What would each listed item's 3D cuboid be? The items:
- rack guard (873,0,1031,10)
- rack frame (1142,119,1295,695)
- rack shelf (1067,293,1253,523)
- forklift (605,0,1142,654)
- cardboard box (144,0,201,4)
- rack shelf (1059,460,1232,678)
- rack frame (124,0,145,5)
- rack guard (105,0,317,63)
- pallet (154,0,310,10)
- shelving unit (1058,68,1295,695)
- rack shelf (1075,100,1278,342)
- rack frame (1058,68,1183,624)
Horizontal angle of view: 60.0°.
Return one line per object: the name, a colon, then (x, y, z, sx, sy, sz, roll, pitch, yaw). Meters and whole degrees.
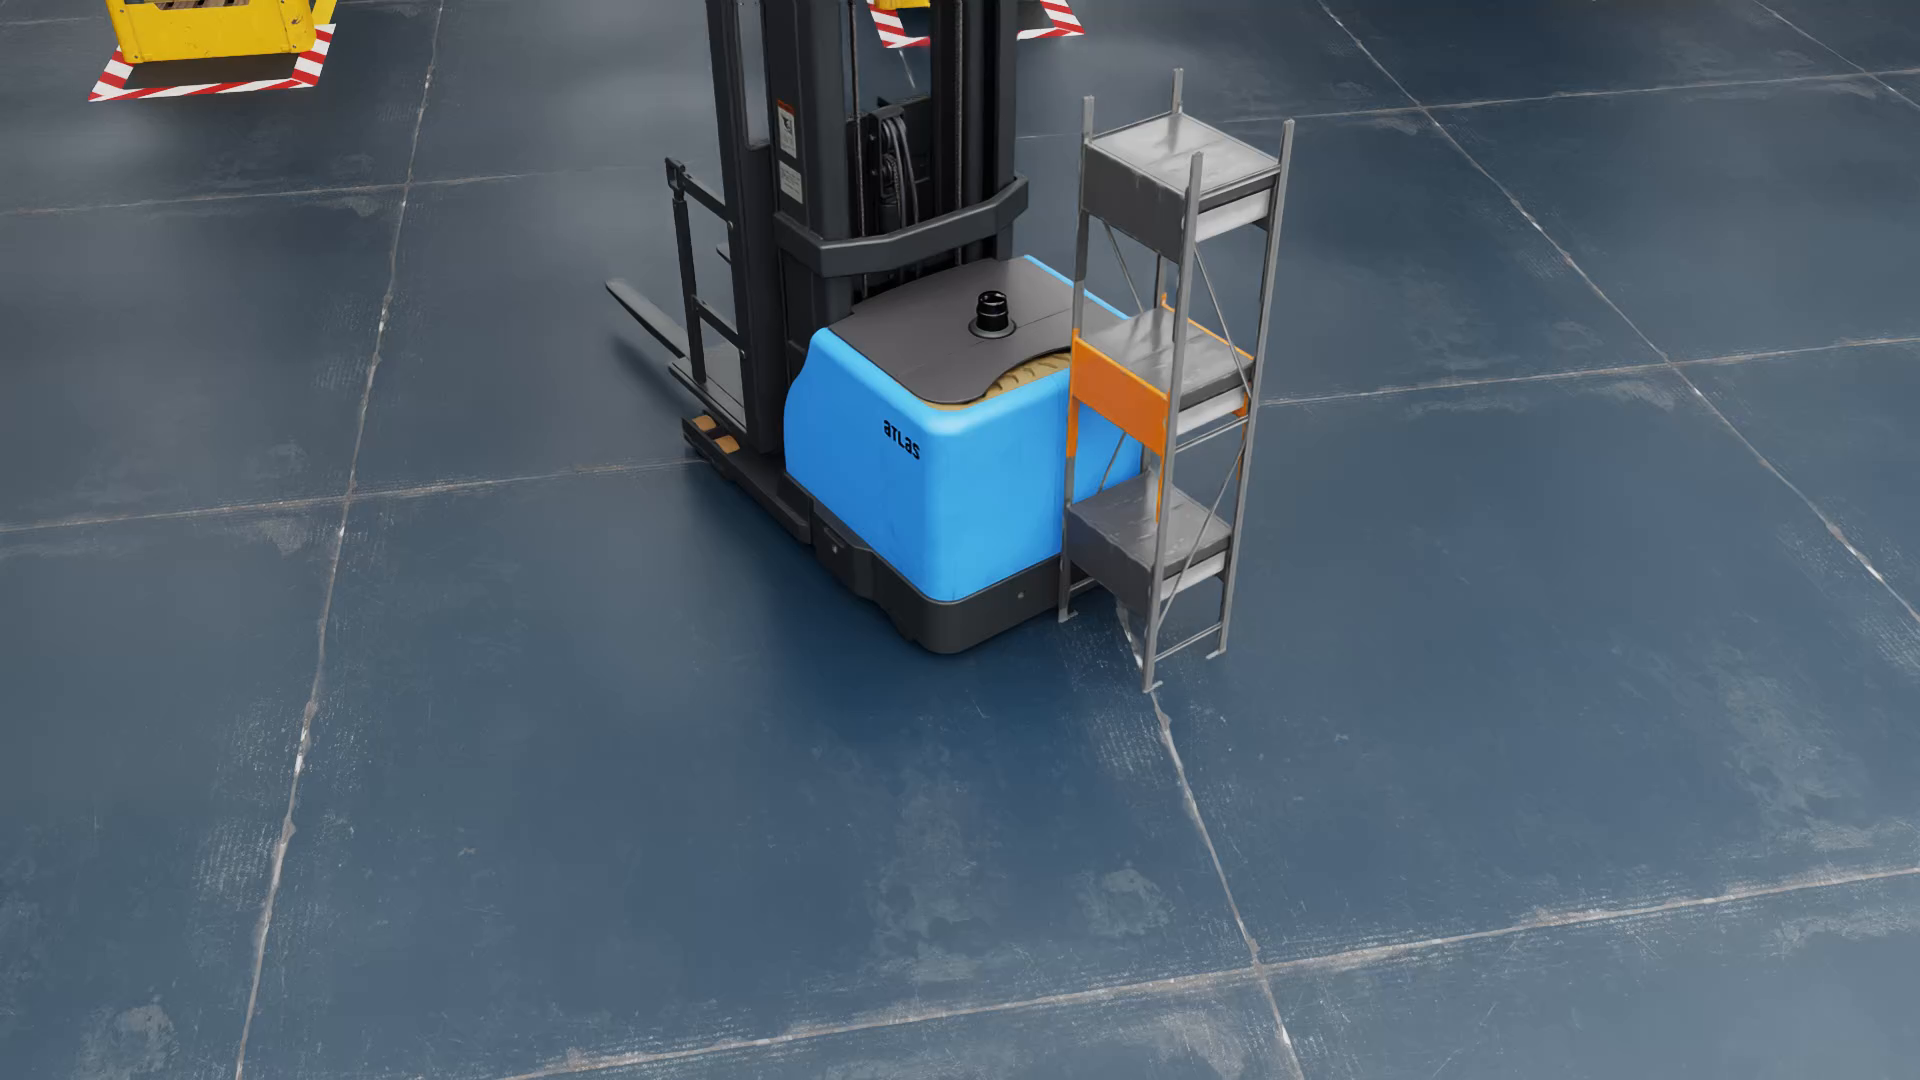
rack guard: (-0.026, -4.010, 11.504, 1.175, 0.500, 0.348, -6, 38, -8)
rack frame: (0.827, -0.344, 5.481, 0.400, 2.100, 0.015, -24, 44, -28)
rack shelf: (0.682, -0.454, 5.645, 0.431, 0.518, 0.480, -24, 44, -28)
forklift: (-0.544, -1.595, 6.414, 1.130, 2.935, 3.031, -24, 44, -28)
cardboard box: (-5.229, -3.798, 11.093, 0.500, 0.250, 0.500, -6, 38, -8)
rack shelf: (0.682, 0.099, 6.074, 0.431, 0.518, 0.480, -24, 44, -28)
rack frame: (-4.844, -4.426, 10.002, 1.000, 3.000, 0.127, -6, 38, -8)
rack guard: (-4.839, -3.424, 10.750, 1.175, 0.500, 0.348, -6, 38, -8)
pallet: (-5.019, -3.782, 11.446, 1.003, 0.211, 1.213, -6, 38, -8)
shelving unit: (0.682, -0.464, 5.636, 0.431, 2.100, 0.503, -24, 44, -28)
rack shelf: (0.682, -1.006, 5.215, 0.431, 0.518, 0.480, -24, 44, -28)
rack frame: (0.538, -0.585, 5.792, 0.400, 2.100, 0.015, -24, 44, -28)
